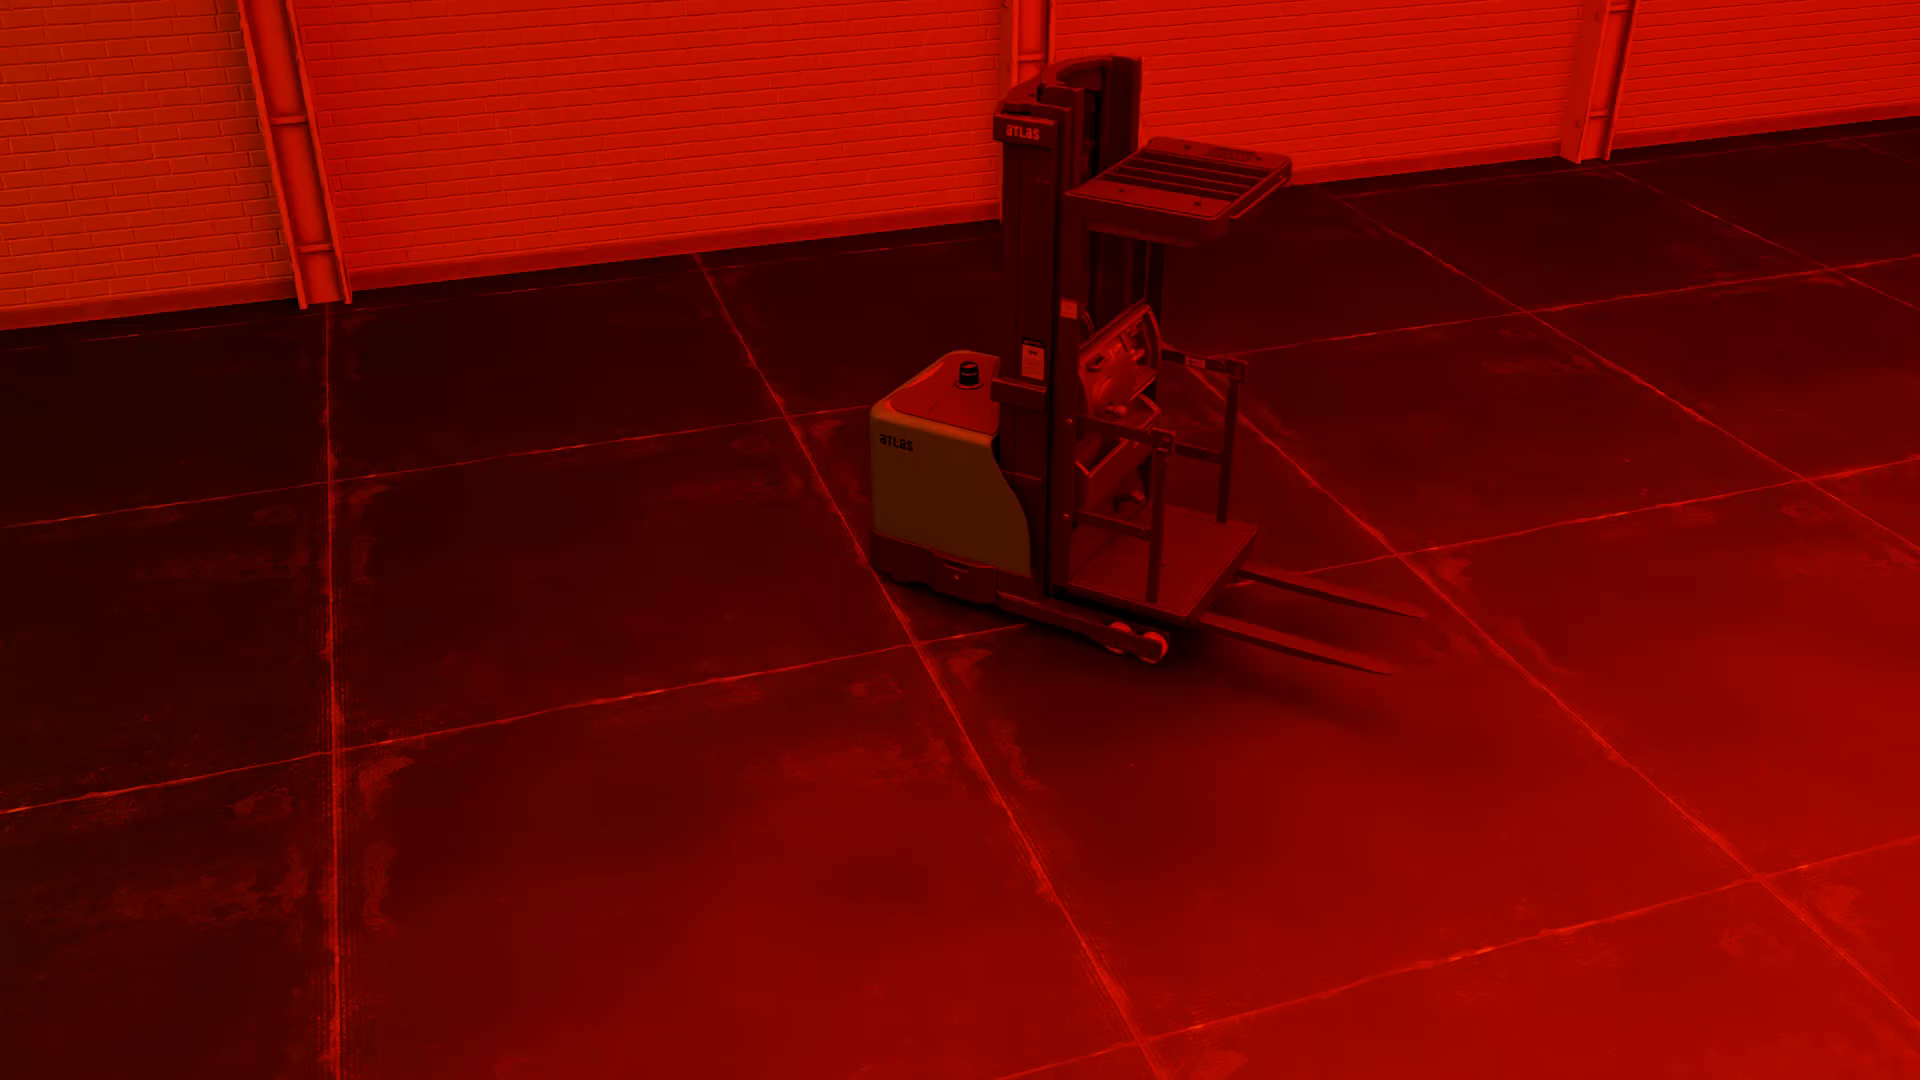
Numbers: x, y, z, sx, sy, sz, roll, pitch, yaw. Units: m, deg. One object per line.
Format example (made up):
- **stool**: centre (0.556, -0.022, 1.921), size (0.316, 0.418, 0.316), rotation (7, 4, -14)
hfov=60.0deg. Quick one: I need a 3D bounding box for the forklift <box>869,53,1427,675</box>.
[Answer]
- **forklift**: centre (1.023, -0.916, 8.679), size (3.031, 2.935, 1.130), rotation (16, 33, 25)
